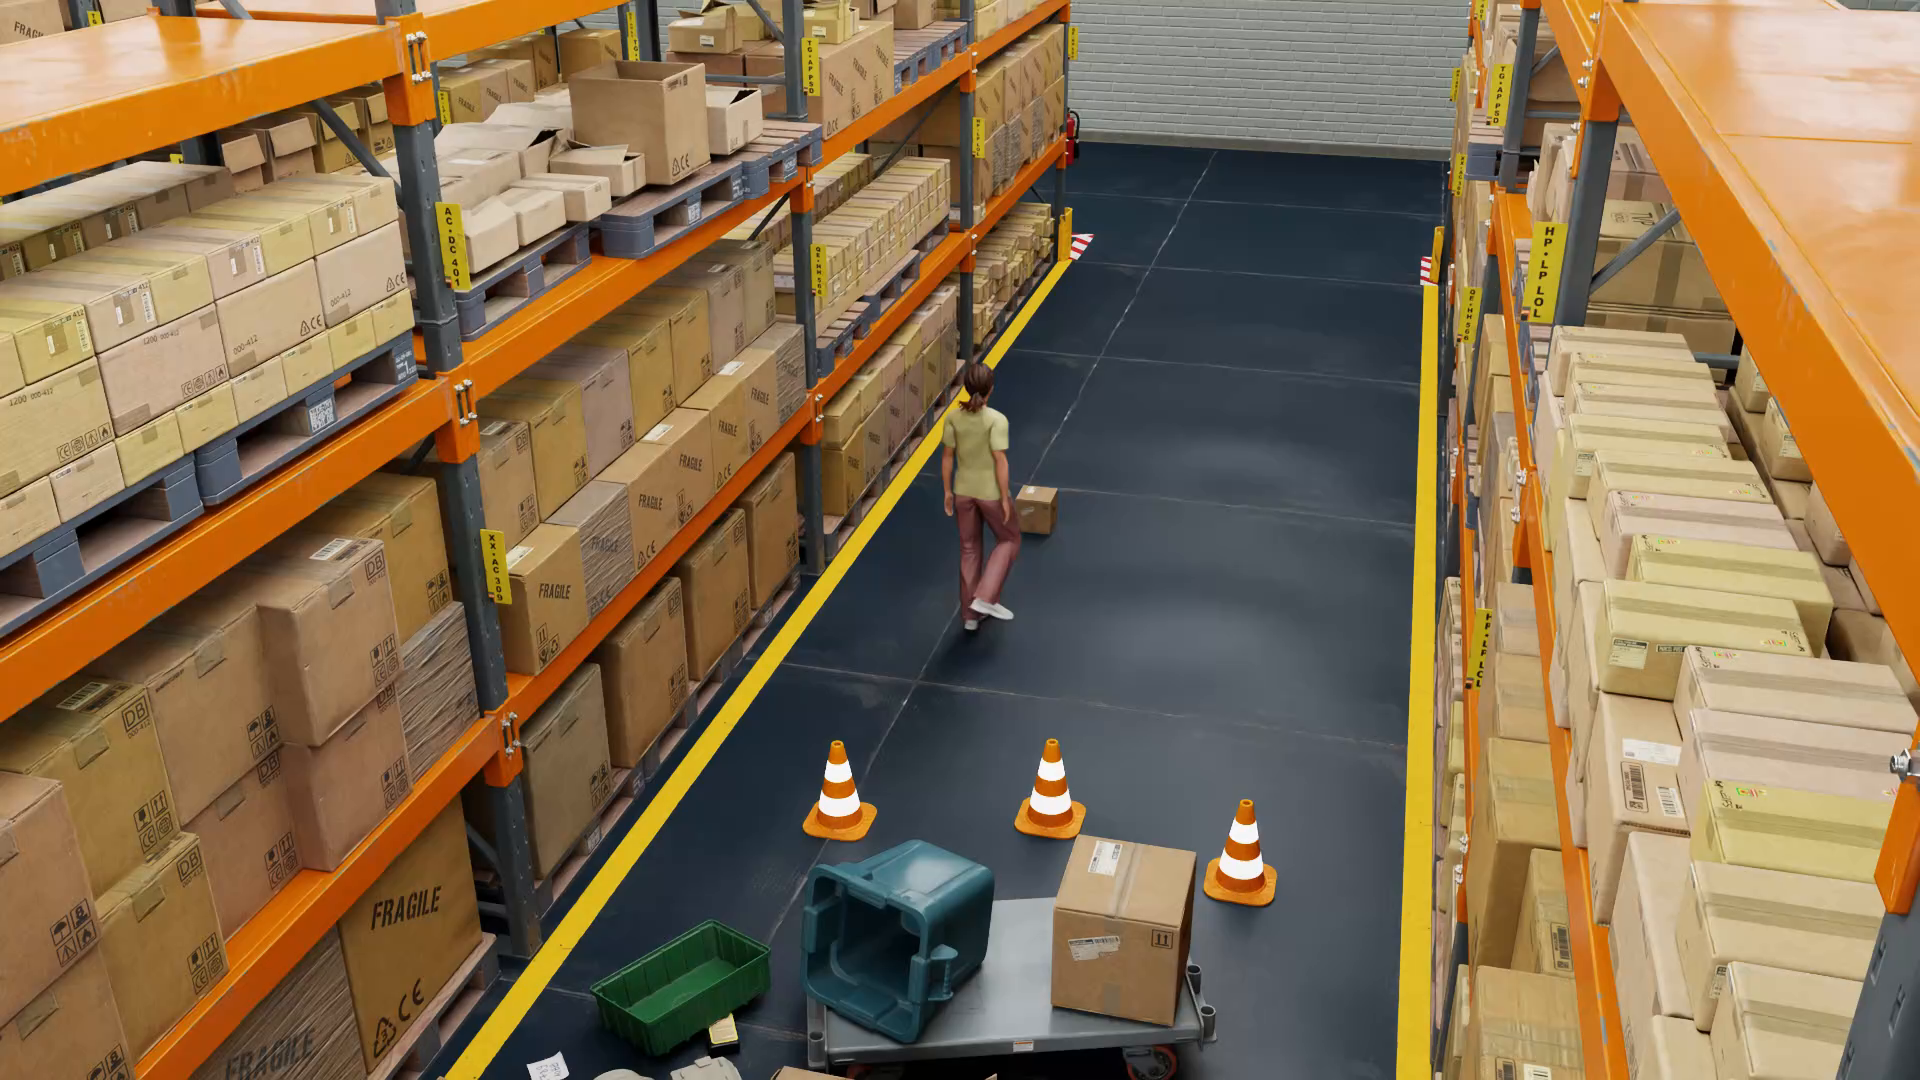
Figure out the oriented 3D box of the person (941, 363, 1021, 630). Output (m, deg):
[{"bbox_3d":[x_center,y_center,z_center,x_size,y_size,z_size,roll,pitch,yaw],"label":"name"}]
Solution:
[{"bbox_3d":[0.112,-0.245,10.107,0.507,1.661,0.473,10,27,21],"label":"person"}]
